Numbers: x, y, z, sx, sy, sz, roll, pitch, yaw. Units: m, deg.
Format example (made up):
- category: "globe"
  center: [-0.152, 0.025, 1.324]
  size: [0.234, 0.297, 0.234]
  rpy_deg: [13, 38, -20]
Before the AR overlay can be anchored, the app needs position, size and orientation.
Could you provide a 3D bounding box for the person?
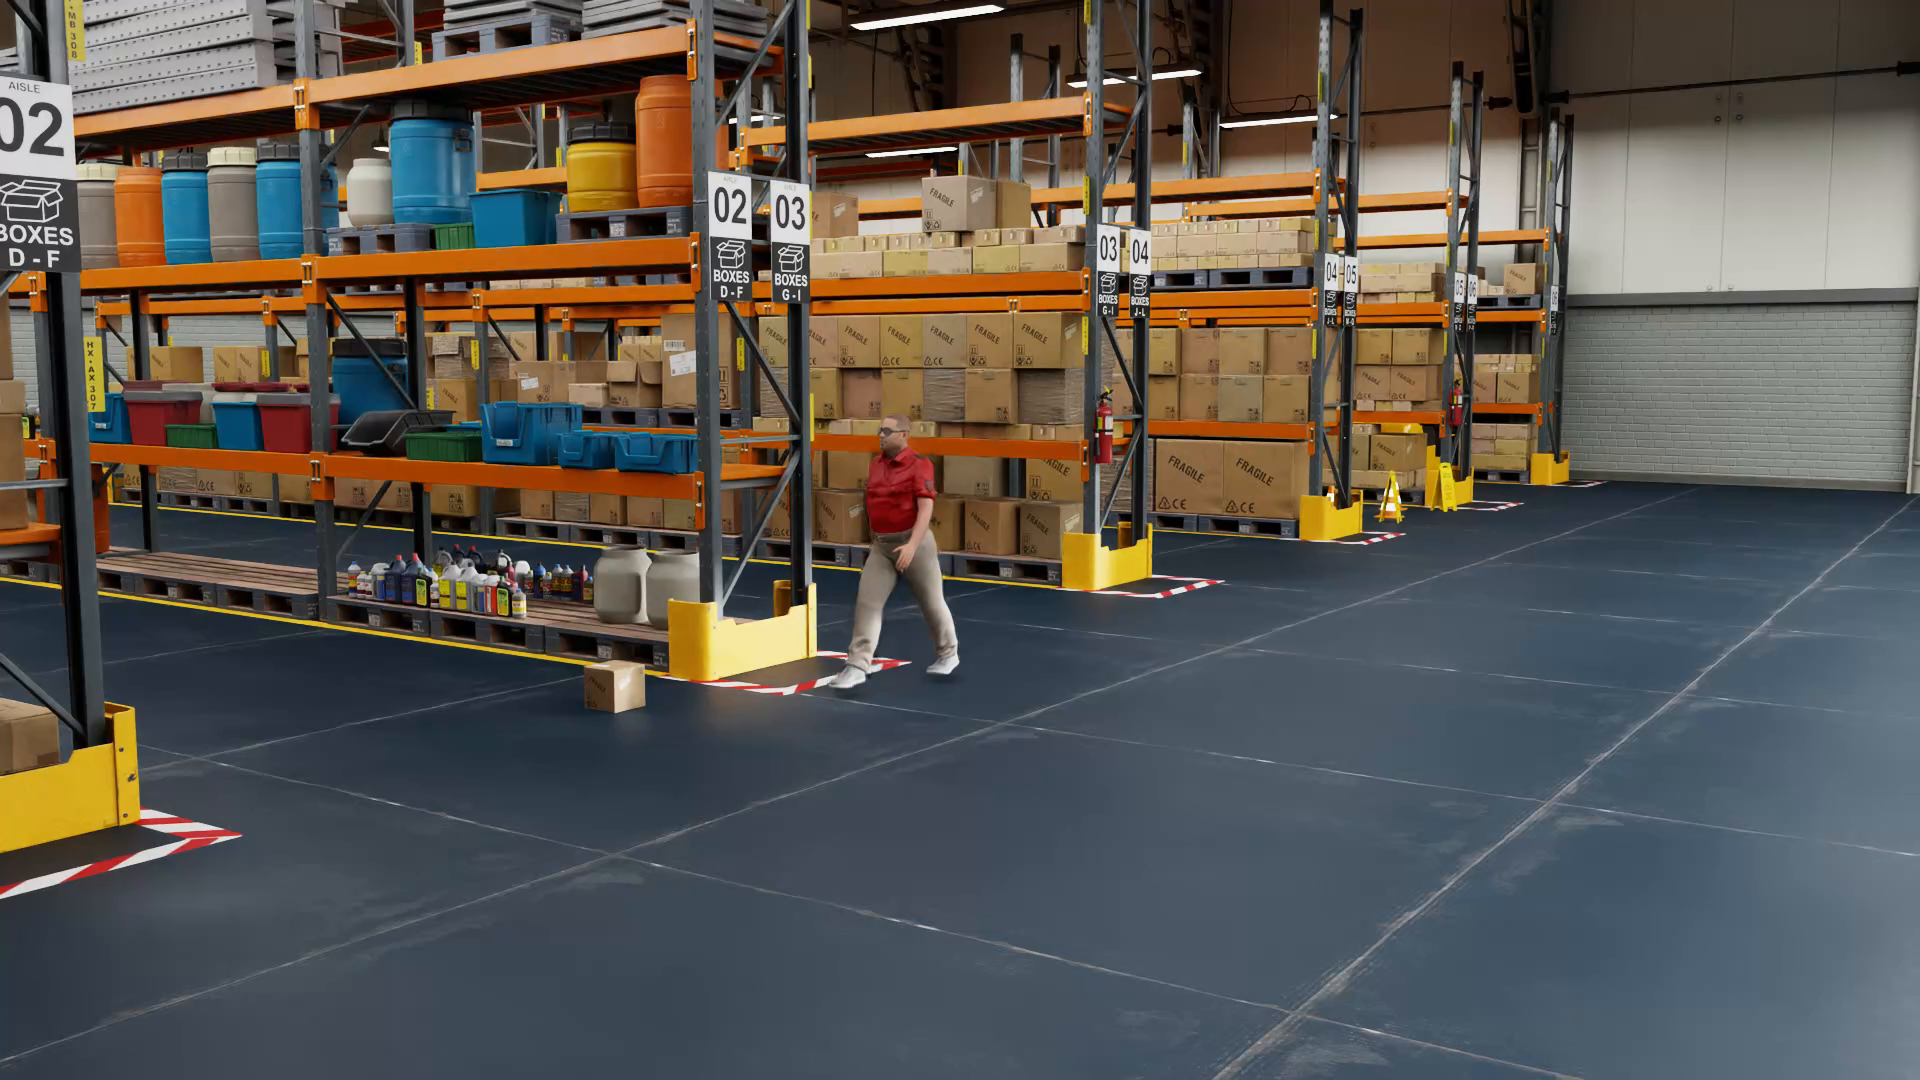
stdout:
- category: "person"
  center: [-0.403, 0.050, 10.286]
  size: [0.587, 1.660, 1.053]
  rpy_deg: [4, 8, 35]
